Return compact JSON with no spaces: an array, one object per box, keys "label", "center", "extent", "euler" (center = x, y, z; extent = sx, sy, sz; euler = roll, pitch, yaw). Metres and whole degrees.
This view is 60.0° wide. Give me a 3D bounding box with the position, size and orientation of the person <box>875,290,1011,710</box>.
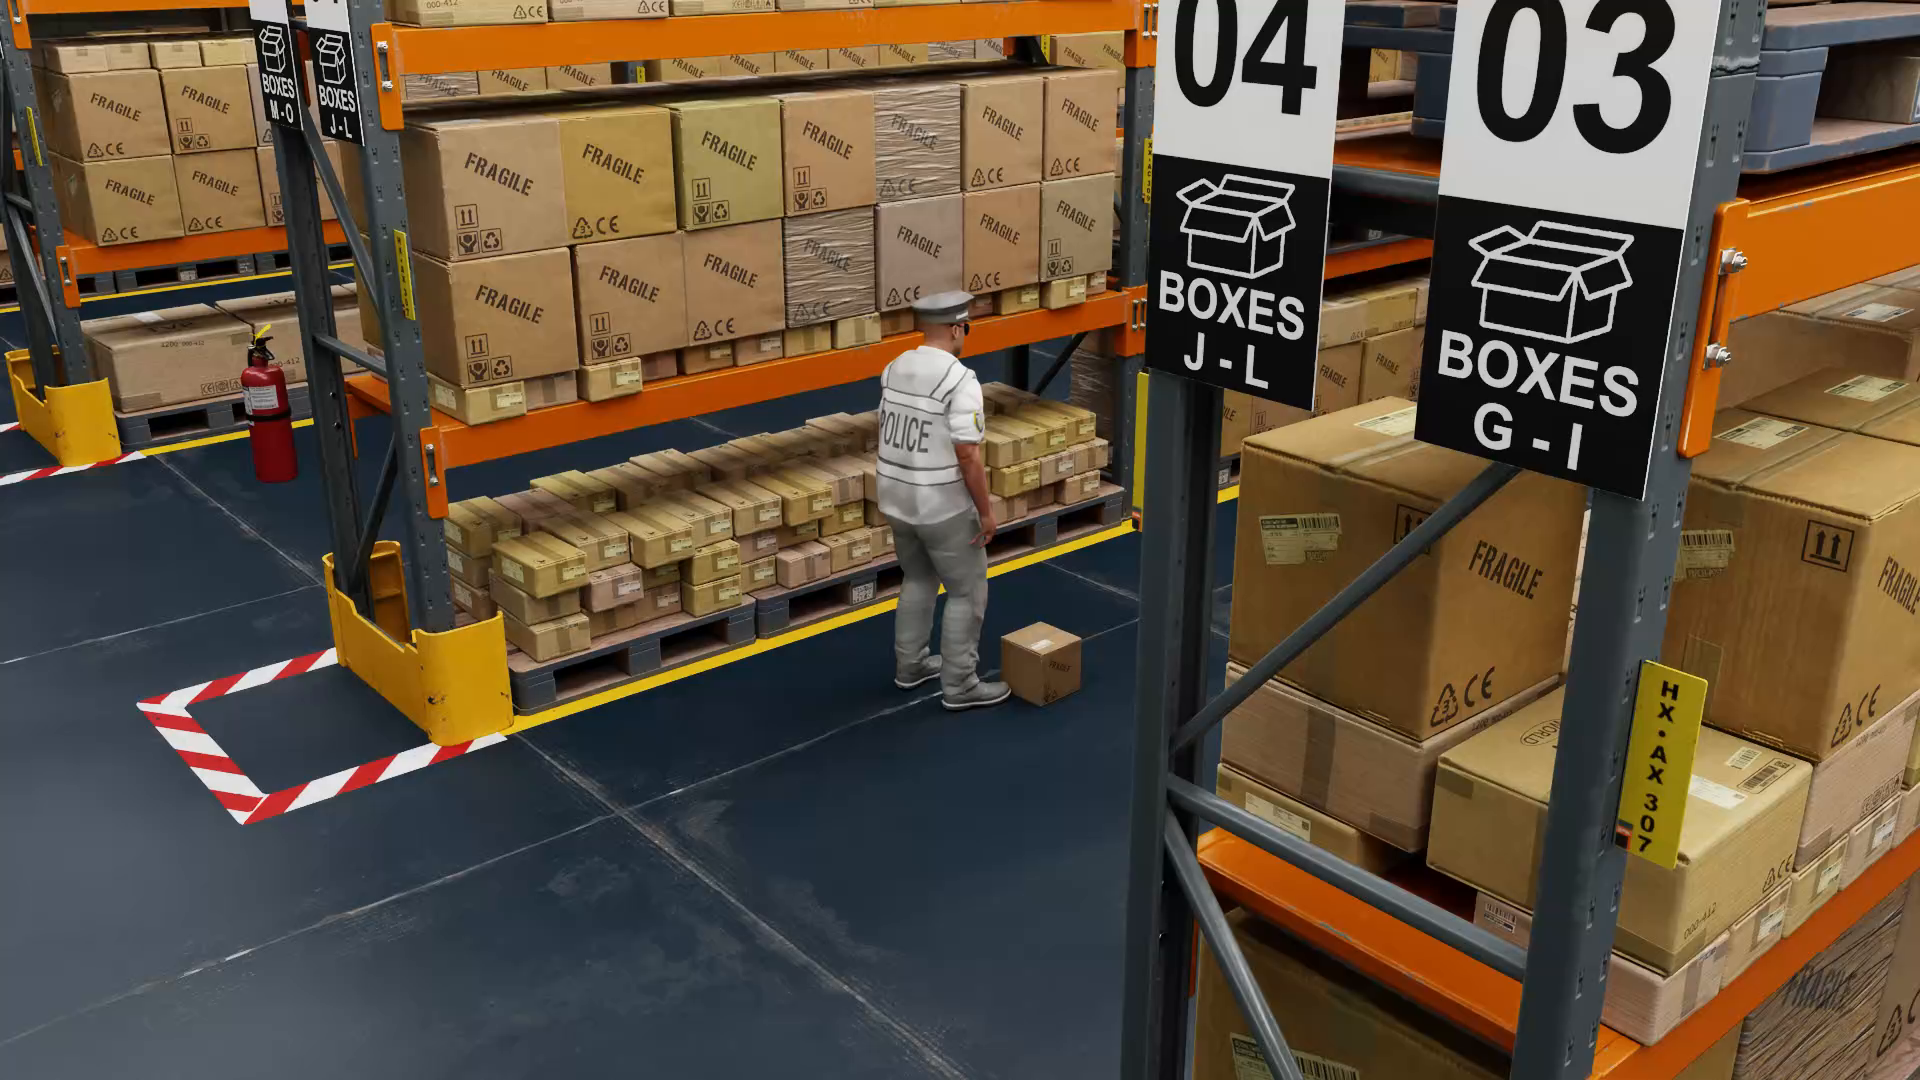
[{"label":"person","center":[-0.109,-0.155,6.979],"extent":[0.590,1.746,0.439],"euler":[20,28,41]}]
